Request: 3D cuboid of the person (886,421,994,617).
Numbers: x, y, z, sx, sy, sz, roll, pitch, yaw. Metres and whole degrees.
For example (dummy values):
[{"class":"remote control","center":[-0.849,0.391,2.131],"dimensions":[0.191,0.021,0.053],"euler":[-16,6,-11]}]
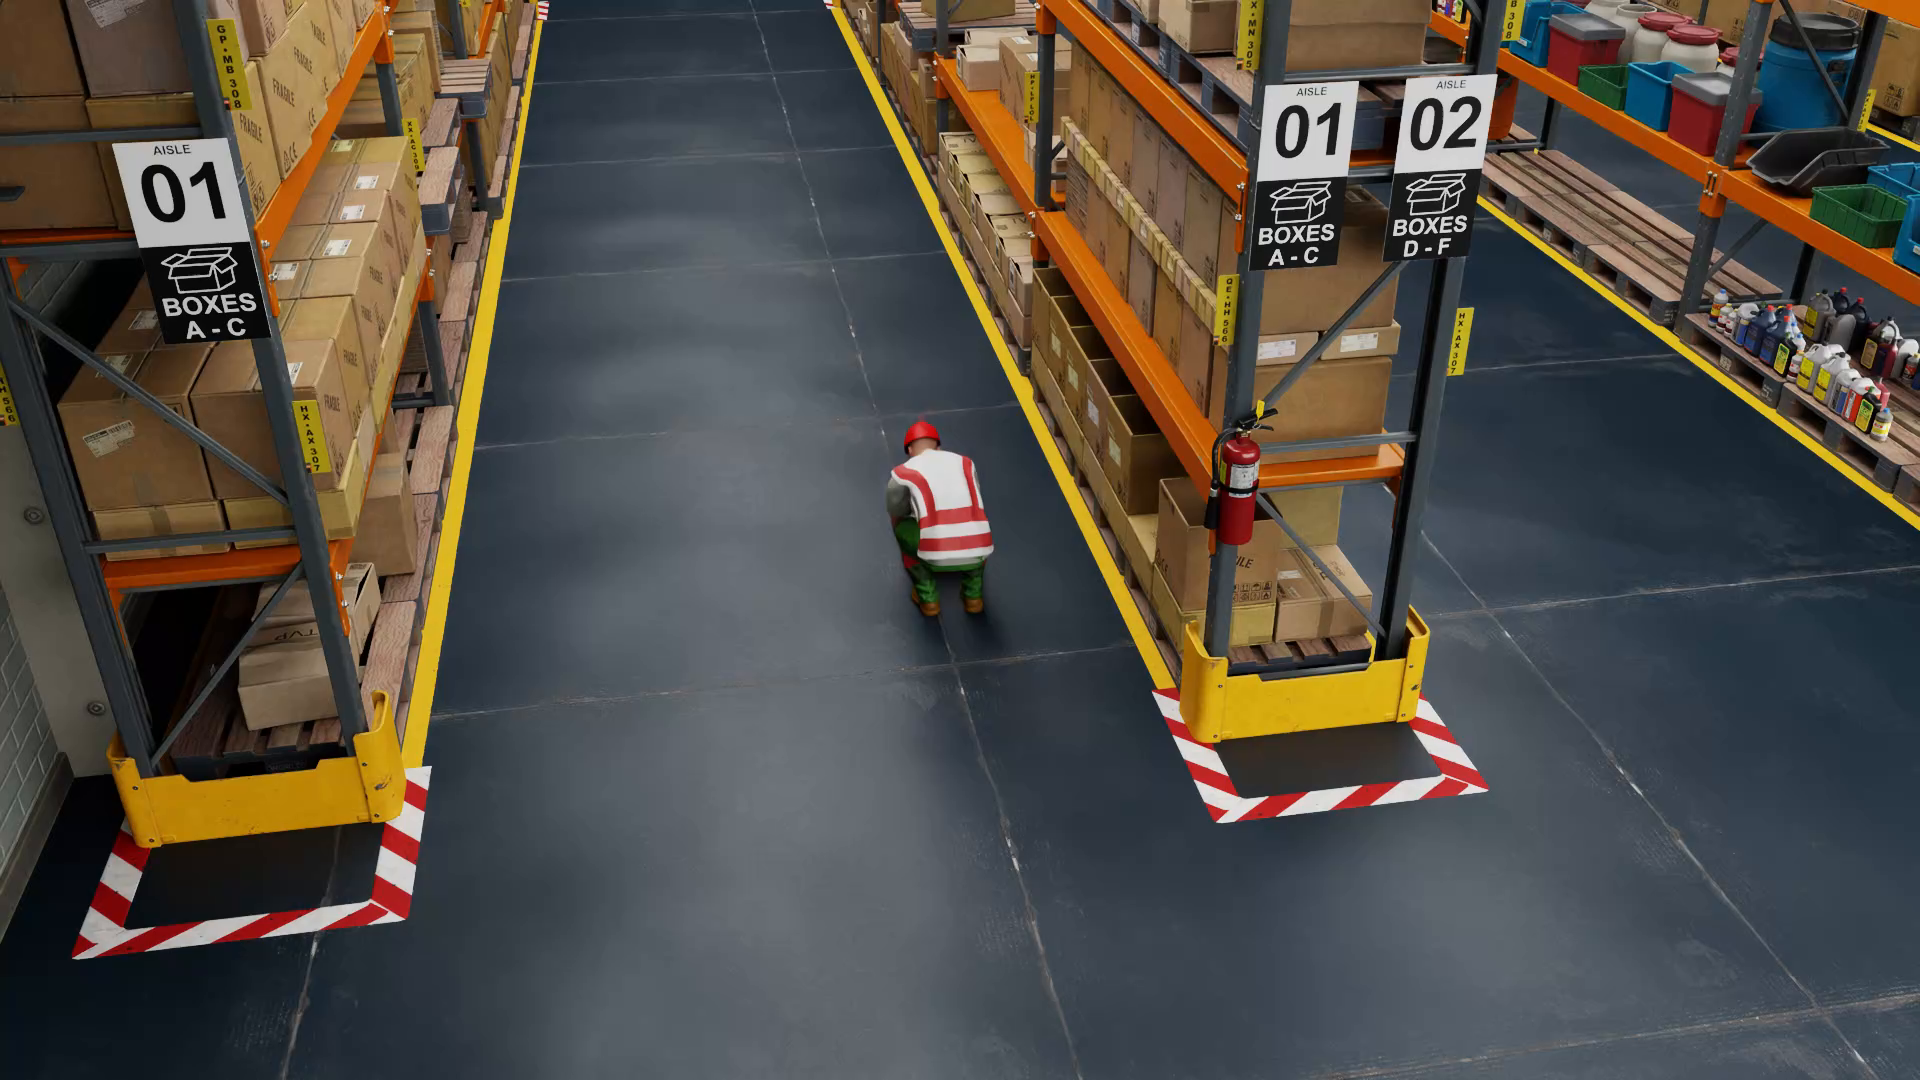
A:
[{"class":"person","center":[-0.110,-0.102,9.178],"dimensions":[0.568,0.894,0.888],"euler":[-5,31,-9]}]
